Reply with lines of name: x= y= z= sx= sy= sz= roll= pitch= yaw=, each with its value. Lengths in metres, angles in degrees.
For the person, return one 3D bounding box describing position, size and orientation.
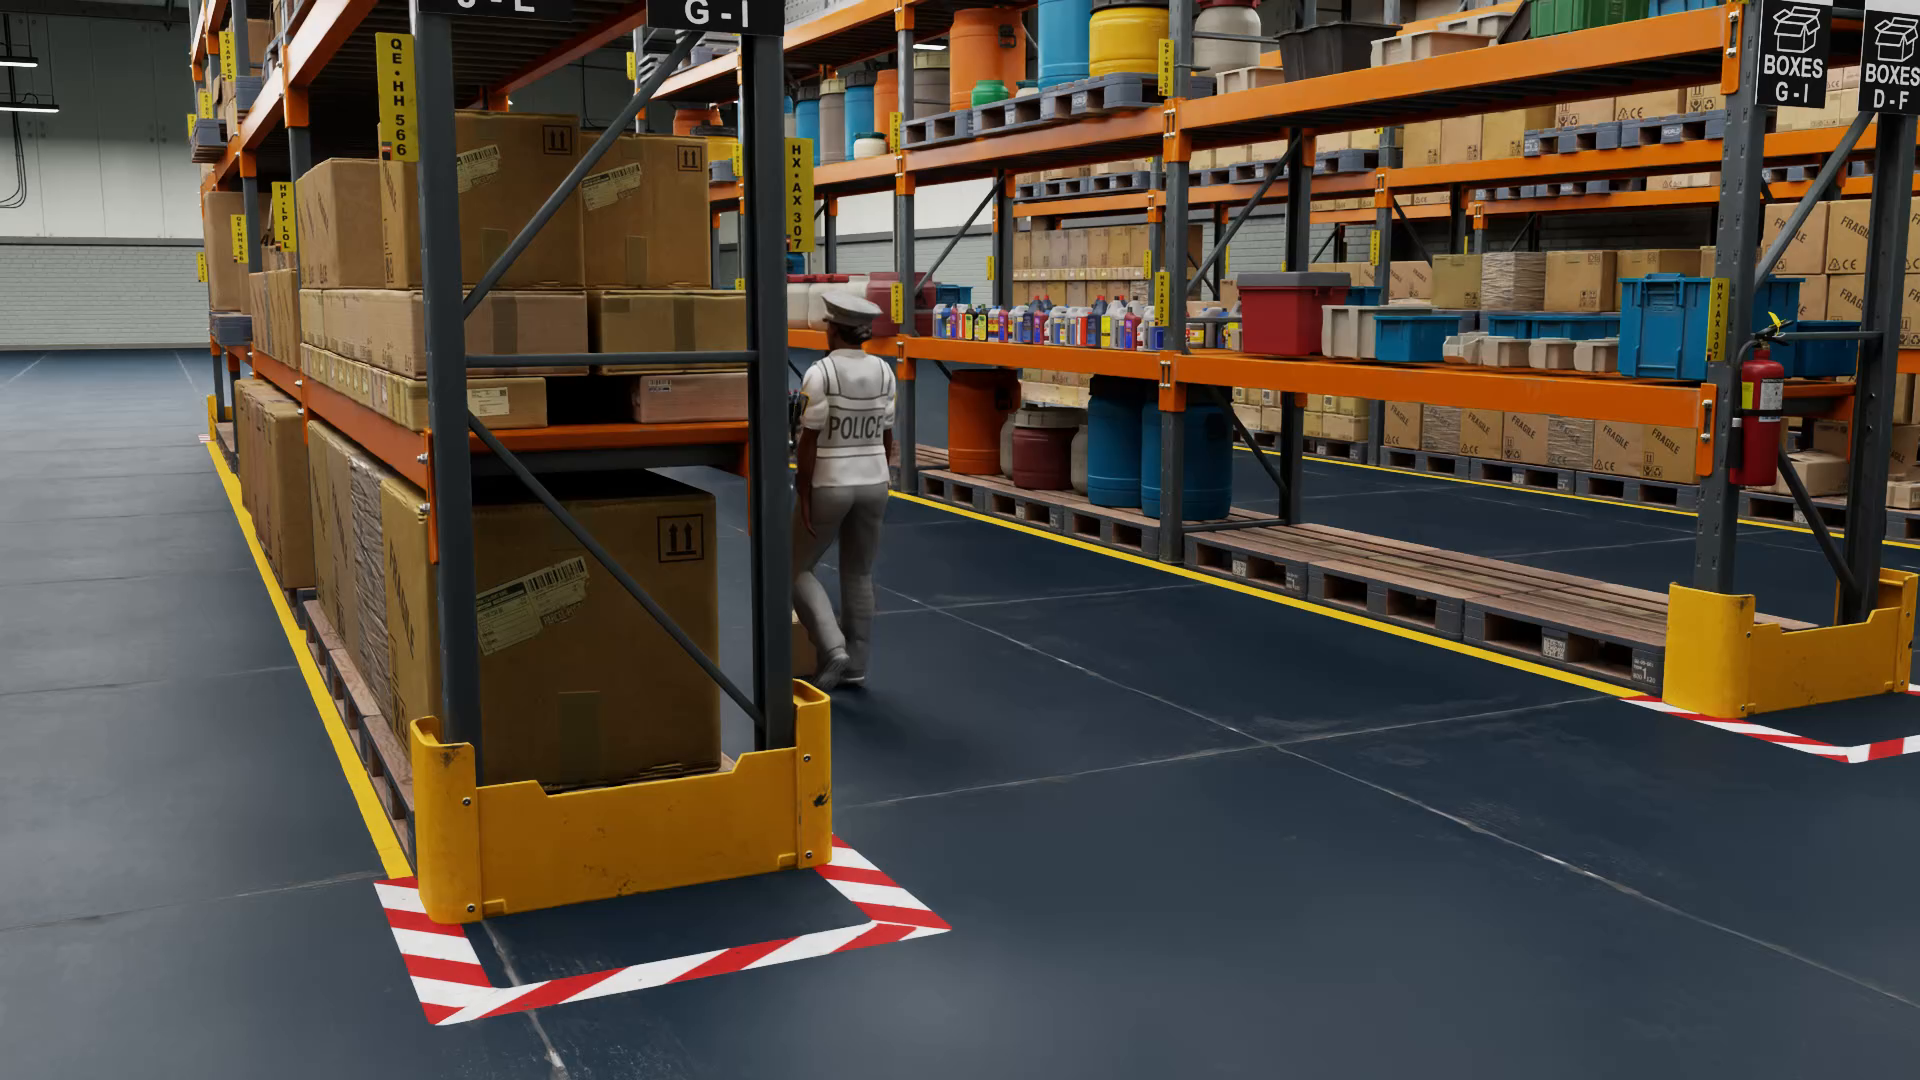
person: x=-0.501 y=-0.200 z=6.974 sx=0.468 sy=1.677 sz=0.557 roll=-5 pitch=10 yaw=-31
